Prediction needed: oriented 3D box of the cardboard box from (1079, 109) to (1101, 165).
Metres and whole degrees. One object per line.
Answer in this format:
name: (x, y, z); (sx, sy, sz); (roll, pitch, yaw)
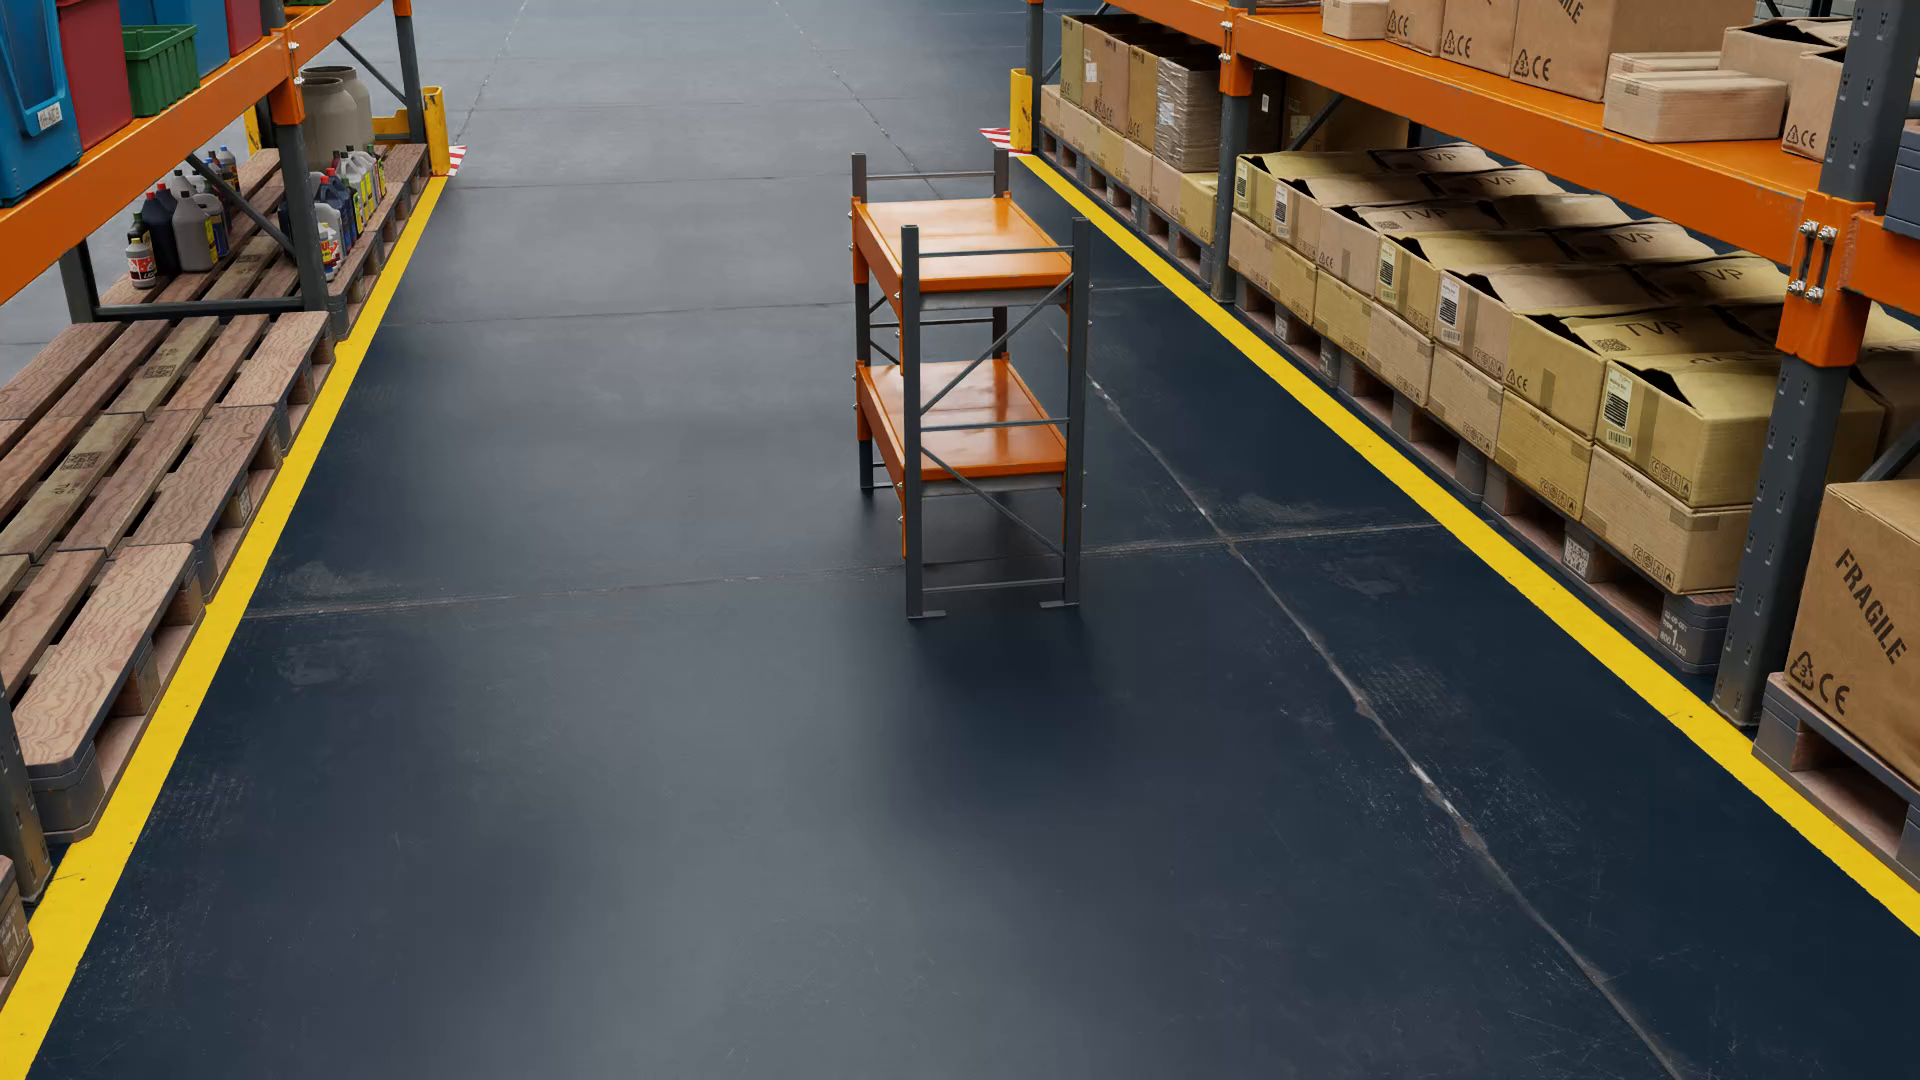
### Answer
cardboard box: (1.016, -2.417, 9.948); (0.500, 0.250, 0.500); (-4, 24, -10)

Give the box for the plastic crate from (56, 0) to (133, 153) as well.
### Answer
plastic crate: (-2.440, -1.281, 4.356); (0.402, 0.464, 0.583); (-4, 24, -10)

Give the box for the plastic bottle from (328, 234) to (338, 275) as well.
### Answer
plastic bottle: (-2.828, -1.284, 7.389); (0.097, 0.201, 0.097); (0, 24, 0)

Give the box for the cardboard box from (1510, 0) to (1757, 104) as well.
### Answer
cardboard box: (2.101, -1.663, 5.186); (0.500, 0.500, 0.500); (-6, 24, -13)

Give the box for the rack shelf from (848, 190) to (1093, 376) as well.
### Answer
rack shelf: (0.001, -0.781, 4.902); (0.538, 0.278, 1.000); (-4, 24, -10)

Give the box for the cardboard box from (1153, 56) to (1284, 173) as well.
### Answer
cardboard box: (1.306, -2.172, 8.449); (0.500, 0.500, 0.500); (-4, 24, -10)

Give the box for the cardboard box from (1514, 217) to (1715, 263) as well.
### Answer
cardboard box: (2.325, -0.985, 5.967); (0.500, 0.311, 0.500); (-5, 24, -10)

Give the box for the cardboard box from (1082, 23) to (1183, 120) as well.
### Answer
cardboard box: (1.027, -2.762, 9.800); (0.500, 0.500, 0.500); (-4, 24, -10)

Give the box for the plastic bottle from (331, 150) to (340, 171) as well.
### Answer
plastic bottle: (-3.236, -1.898, 8.692); (0.061, 0.283, 0.133); (-4, 24, -10)

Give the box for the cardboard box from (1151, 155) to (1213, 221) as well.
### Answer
cardboard box: (1.304, -1.828, 8.599); (0.500, 0.250, 0.500); (-4, 24, -10)

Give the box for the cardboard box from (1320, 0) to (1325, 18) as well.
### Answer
cardboard box: (1.821, -2.273, 6.894); (0.500, 0.250, 0.500); (-3, 24, -6)

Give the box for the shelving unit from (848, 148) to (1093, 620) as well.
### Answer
shelving unit: (0.001, -0.513, 5.019); (0.538, 1.125, 1.048); (-4, 24, -10)

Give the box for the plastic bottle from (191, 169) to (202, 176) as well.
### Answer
plastic bottle: (-3.773, -1.702, 8.257); (0.097, 0.271, 0.097); (0, 24, 0)

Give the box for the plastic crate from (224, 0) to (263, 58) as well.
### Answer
plastic crate: (-2.791, -2.029, 6.067); (0.402, 0.464, 0.583); (-4, 24, -10)

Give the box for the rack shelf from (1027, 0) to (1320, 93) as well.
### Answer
rack shelf: (1.317, -2.989, 9.245); (1.077, 0.370, 4.000); (-4, 24, -10)

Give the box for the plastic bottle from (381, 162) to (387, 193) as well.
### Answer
plastic bottle: (-3.151, -1.970, 8.959); (0.097, 0.201, 0.097); (0, 24, 0)

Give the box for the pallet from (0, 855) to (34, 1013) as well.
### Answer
pallet: (-2.255, 0.991, 2.717); (1.003, 0.211, 1.213); (-4, 24, -10)

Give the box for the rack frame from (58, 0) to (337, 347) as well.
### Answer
rack frame: (-3.181, -2.167, 6.464); (1.000, 3.000, 0.127); (-4, 24, -10)

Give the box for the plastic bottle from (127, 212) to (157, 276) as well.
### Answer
plastic bottle: (-3.595, -1.289, 7.297); (0.061, 0.283, 0.133); (-3, 24, -7)

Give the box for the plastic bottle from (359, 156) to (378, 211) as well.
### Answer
plastic bottle: (-3.105, -1.848, 8.587); (0.152, 0.276, 0.135); (-5, 24, -11)

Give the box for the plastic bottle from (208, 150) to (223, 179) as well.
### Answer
plastic bottle: (-3.868, -1.871, 8.629); (0.061, 0.283, 0.133); (-4, 24, -9)

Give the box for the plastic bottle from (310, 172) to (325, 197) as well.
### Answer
plastic bottle: (-3.177, -1.689, 8.223); (0.152, 0.276, 0.135); (-4, 24, -10)

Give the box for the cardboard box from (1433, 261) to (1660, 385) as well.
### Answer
cardboard box: (1.895, -0.739, 5.404); (0.500, 0.311, 0.500); (-4, 24, -10)

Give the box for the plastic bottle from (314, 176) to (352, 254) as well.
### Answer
plastic bottle: (-2.923, -1.503, 7.703); (0.144, 0.351, 0.185); (-4, 24, -8)

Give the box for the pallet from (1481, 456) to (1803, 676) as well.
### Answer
pallet: (2.313, -0.008, 5.004); (1.003, 0.211, 1.213); (-4, 24, -10)

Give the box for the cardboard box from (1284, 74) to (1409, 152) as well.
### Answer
cardboard box: (1.909, -2.014, 8.087); (0.500, 0.500, 0.500); (-4, 24, -10)

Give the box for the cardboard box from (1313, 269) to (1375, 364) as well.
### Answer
cardboard box: (1.710, -0.883, 6.434); (0.500, 0.250, 0.500); (-5, 24, -11)

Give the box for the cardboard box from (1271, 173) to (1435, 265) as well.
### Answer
cardboard box: (1.606, -1.343, 6.788); (0.500, 0.311, 0.500); (-5, 24, -10)

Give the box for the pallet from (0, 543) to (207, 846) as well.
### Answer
pallet: (-2.547, 0.377, 4.124); (1.003, 0.211, 1.213); (-4, 24, -10)

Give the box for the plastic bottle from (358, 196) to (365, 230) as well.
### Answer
plastic bottle: (-2.987, -1.622, 8.162); (0.097, 0.201, 0.097); (0, 24, 0)

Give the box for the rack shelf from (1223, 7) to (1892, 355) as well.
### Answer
rack shelf: (2.057, -1.416, 5.643); (1.077, 0.370, 4.000); (-4, 24, -10)

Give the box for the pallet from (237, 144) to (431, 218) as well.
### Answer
pallet: (-3.716, -2.116, 9.831); (1.003, 0.211, 1.213); (-4, 24, -10)

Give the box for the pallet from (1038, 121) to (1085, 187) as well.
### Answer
pallet: (1.130, -2.530, 10.779); (1.003, 0.211, 1.213); (-4, 24, -10)

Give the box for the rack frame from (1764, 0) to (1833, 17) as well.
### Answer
rack frame: (5.815, -4.474, 11.745); (1.000, 3.000, 0.127); (-4, 24, -10)

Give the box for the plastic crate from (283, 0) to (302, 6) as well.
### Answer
plastic crate: (-3.153, -2.354, 6.969); (0.767, 0.338, 0.504); (-4, 24, -10)

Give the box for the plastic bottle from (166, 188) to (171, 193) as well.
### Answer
plastic bottle: (-3.690, -1.492, 7.763); (0.061, 0.283, 0.133); (-3, 24, -6)

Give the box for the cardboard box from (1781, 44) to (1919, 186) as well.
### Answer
cardboard box: (2.402, -1.064, 4.050); (0.500, 0.311, 0.500); (-3, 24, -6)

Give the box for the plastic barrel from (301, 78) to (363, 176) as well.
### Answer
plastic barrel: (-3.632, -2.342, 9.449); (0.421, 0.512, 0.421); (0, 24, 0)

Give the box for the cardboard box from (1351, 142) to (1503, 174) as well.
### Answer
cardboard box: (2.044, -1.583, 7.338); (0.500, 0.311, 0.500); (-4, 24, -10)

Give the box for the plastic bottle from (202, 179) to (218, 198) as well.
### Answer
plastic bottle: (-3.583, -1.576, 7.955); (0.061, 0.283, 0.133); (-4, 24, -10)

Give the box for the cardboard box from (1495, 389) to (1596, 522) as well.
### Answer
cardboard box: (1.991, -0.283, 5.060); (0.500, 0.250, 0.500); (-5, 24, -10)

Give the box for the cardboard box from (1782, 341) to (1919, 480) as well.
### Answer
cardboard box: (2.619, -0.376, 4.573); (0.500, 0.311, 0.500); (-4, 24, -8)

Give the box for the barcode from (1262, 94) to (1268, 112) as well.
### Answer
barcode: (1.325, -1.897, 7.220); (0.001, 0.075, 0.075); (-4, 24, -10)
